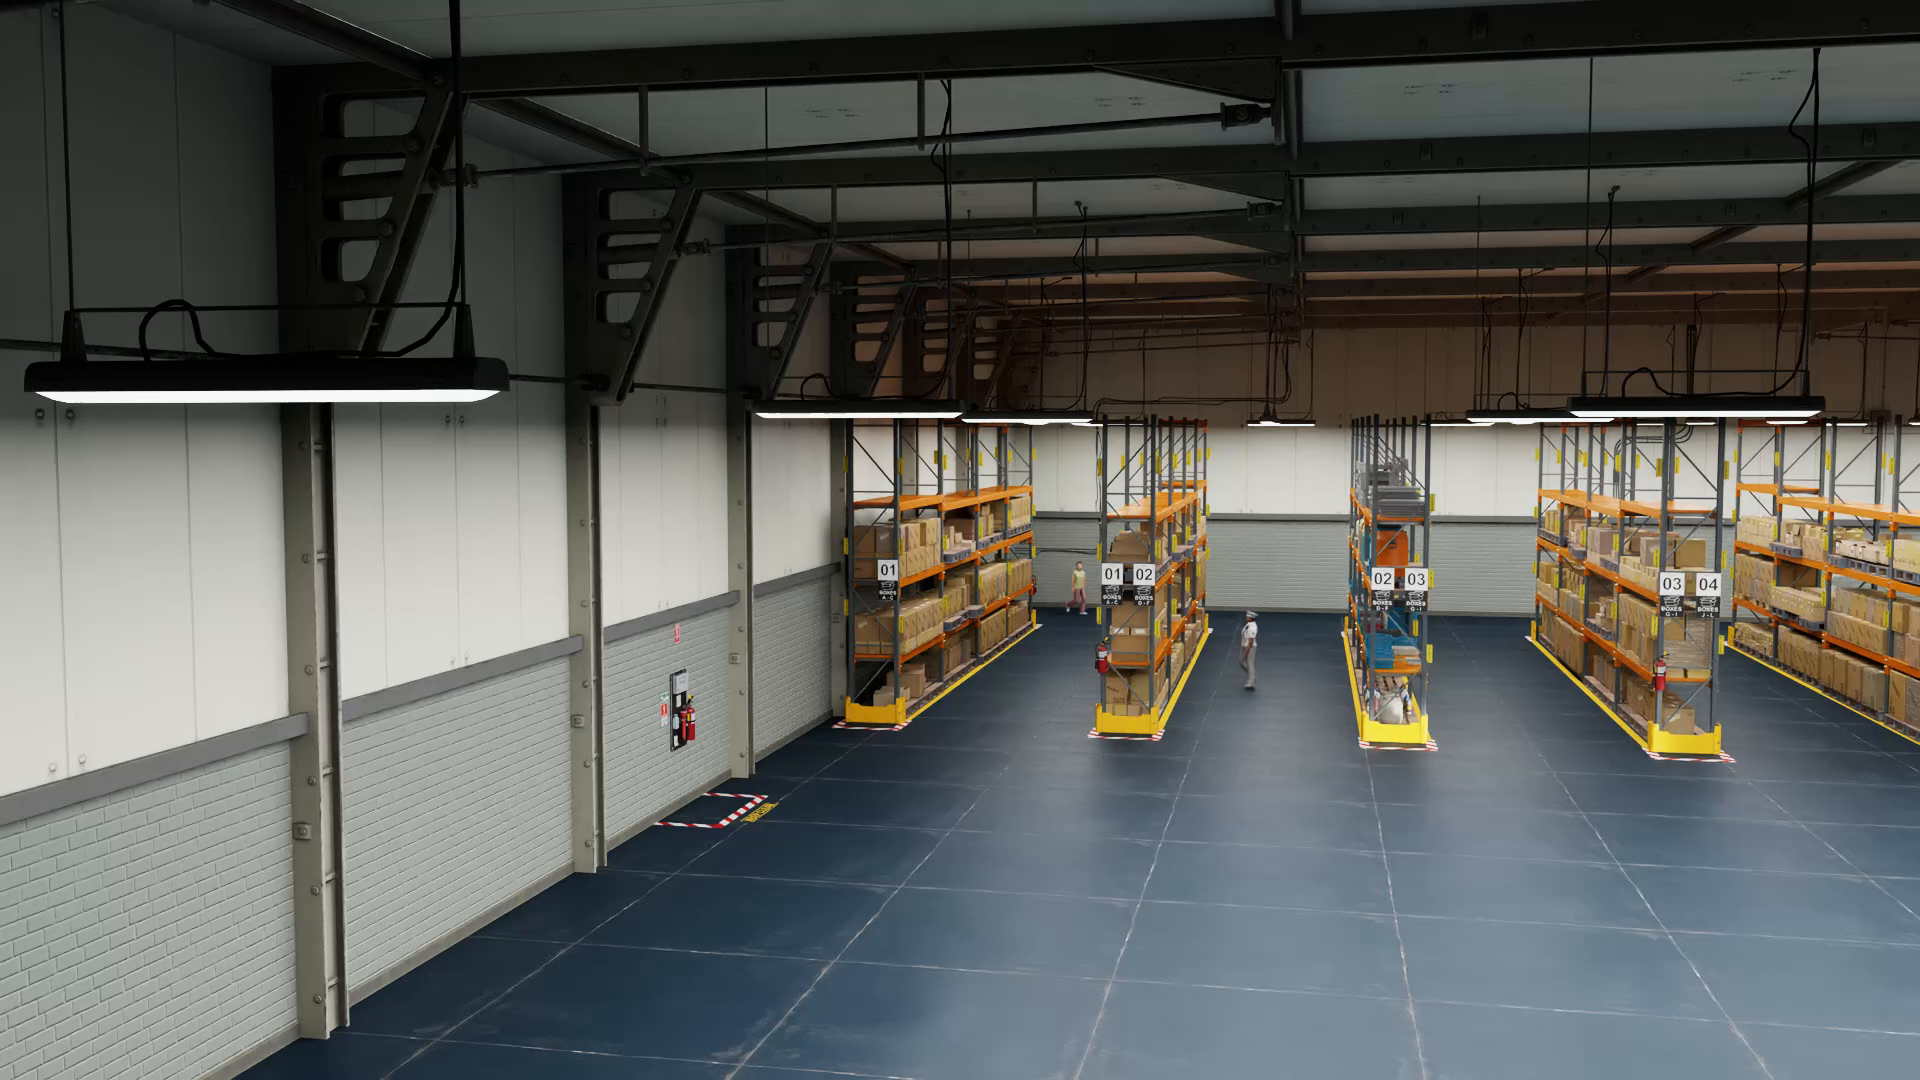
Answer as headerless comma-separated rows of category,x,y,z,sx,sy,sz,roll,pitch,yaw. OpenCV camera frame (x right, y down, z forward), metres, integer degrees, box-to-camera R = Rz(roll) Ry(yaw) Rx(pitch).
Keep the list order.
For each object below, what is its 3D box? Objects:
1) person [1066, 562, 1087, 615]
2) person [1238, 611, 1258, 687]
person,3.634,1.482,51.289,0.498,1.640,0.728,-3,5,-42
person,6.445,2.416,37.075,0.402,1.690,0.540,-1,4,-13
